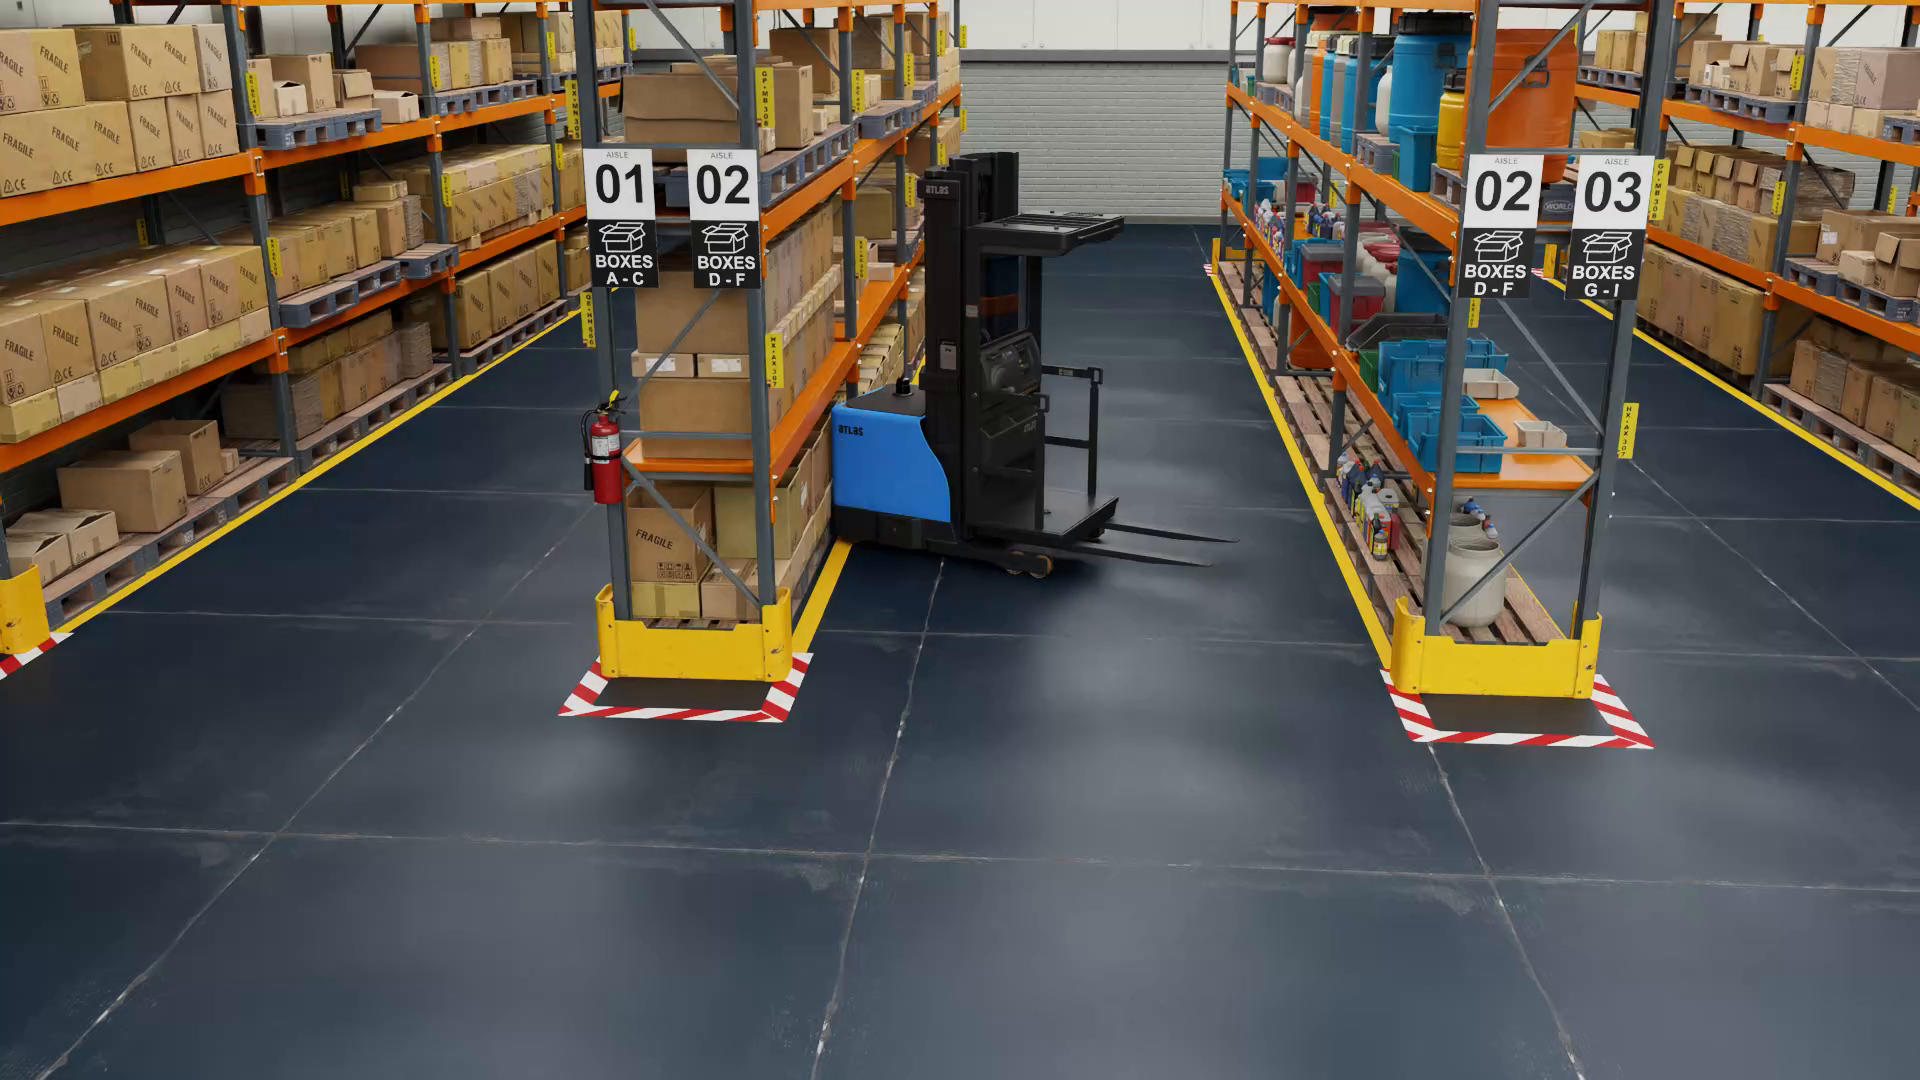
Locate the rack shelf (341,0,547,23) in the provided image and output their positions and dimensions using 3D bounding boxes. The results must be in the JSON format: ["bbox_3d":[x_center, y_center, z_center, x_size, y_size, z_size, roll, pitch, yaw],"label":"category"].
[{"bbox_3d":[-5.873,-6.157,19.060,1.077,0.370,4.000,1,18,4],"label":"rack shelf"}]

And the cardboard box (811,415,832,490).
[{"bbox_3d":[-1.257,-0.655,12.643,0.500,0.500,0.500,1,18,4],"label":"cardboard box"}]

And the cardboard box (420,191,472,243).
[{"bbox_3d":[-5.726,-3.561,18.302,0.500,0.500,0.500,2,18,6],"label":"cardboard box"}]

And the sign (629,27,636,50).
[{"bbox_3d":[-4.902,-7.494,24.864,0.100,0.325,0.005,1,18,4],"label":"sign"}]

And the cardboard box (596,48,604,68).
[{"bbox_3d":[-5.299,-6.746,23.283,0.500,0.250,0.500,1,18,2],"label":"cardboard box"}]

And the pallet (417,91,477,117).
[{"bbox_3d":[-6.023,-4.754,18.100,1.213,0.211,1.003,2,18,6],"label":"pallet"}]

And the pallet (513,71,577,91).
[{"bbox_3d":[-5.660,-6.097,22.037,1.003,0.211,1.213,1,18,4],"label":"pallet"}]

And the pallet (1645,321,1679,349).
[{"bbox_3d":[9.112,-2.561,20.401,1.003,0.211,1.213,1,18,4],"label":"pallet"}]

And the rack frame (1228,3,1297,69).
[{"bbox_3d":[4.439,-8.331,23.898,1.000,3.000,0.127,1,18,4],"label":"rack frame"}]

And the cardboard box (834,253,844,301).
[{"bbox_3d":[-1.253,-2.315,15.009,0.500,0.500,0.500,3,18,8],"label":"cardboard box"}]

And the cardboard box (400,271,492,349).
[{"bbox_3d":[-5.833,-2.621,18.881,0.750,0.750,0.750,1,18,3],"label":"cardboard box"}]

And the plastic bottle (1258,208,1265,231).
[{"bbox_3d":[3.677,-3.893,20.193,0.097,0.271,0.097,0,18,0],"label":"plastic bottle"}]

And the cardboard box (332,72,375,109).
[{"bbox_3d":[-6.202,-4.301,16.215,0.797,0.503,0.637,4,19,12],"label":"cardboard box"}]

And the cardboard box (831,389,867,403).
[{"bbox_3d":[-1.084,-1.148,14.449,0.500,0.311,0.500,1,18,4],"label":"cardboard box"}]

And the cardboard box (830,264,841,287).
[{"bbox_3d":[-1.168,-2.132,13.410,0.380,0.149,0.250,1,18,4],"label":"cardboard box"}]

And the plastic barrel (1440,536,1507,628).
[{"bbox_3d":[3.263,0.265,10.617,0.421,0.512,0.421,0,18,0],"label":"plastic barrel"}]

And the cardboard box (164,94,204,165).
[{"bbox_3d":[-6.142,-3.138,12.673,0.500,0.500,0.500,0,18,-1],"label":"cardboard box"}]

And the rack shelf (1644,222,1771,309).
[{"bbox_3d":[8.949,-3.165,18.919,1.077,0.370,4.000,1,18,4],"label":"rack shelf"}]

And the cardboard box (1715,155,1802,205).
[{"bbox_3d":[8.965,-4.047,18.685,0.797,0.503,0.637,2,18,6],"label":"cardboard box"}]

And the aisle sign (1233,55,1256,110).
[{"bbox_3d":[4.148,-6.745,24.515,0.394,0.787,0.004,1,18,4],"label":"aisle sign"}]

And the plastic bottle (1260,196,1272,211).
[{"bbox_3d":[3.801,-4.100,20.698,0.144,0.351,0.185,1,18,4],"label":"plastic bottle"}]

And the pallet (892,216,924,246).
[{"bbox_3d":[-0.940,-3.621,19.463,1.003,0.211,1.213,1,18,4],"label":"pallet"}]

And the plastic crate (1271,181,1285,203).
[{"bbox_3d":[4.445,-4.681,22.484,0.437,0.282,0.530,1,18,4],"label":"plastic crate"}]

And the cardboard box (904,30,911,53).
[{"bbox_3d":[-0.898,-5.915,20.345,0.600,0.600,0.600,0,18,-1],"label":"cardboard box"}]

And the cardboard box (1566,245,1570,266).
[{"bbox_3d":[9.413,-4.359,24.148,0.875,0.875,0.875,1,18,4],"label":"cardboard box"}]

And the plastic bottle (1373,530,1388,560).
[{"bbox_3d":[2.986,0.029,11.804,0.097,0.201,0.097,0,18,0],"label":"plastic bottle"}]

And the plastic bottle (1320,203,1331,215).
[{"bbox_3d":[4.399,-3.865,19.979,0.144,0.351,0.185,1,18,4],"label":"plastic bottle"}]

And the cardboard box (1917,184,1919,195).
[{"bbox_3d":[13.969,-5.015,23.815,0.380,0.149,0.250,1,18,3],"label":"cardboard box"}]

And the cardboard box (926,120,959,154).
[{"bbox_3d":[-0.295,-5.814,24.082,0.500,0.500,0.500,2,18,5],"label":"cardboard box"}]

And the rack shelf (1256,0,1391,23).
[{"bbox_3d":[4.009,-5.936,18.385,1.077,0.370,4.000,1,18,4],"label":"rack shelf"}]

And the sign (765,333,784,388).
[{"bbox_3d":[-1.095,-1.058,9.817,0.100,0.325,0.005,1,18,4],"label":"sign"}]

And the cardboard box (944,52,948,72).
[{"bbox_3d":[-0.424,-6.398,22.251,0.500,0.250,0.500,1,18,4],"label":"cardboard box"}]

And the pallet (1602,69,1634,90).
[{"bbox_3d":[9.251,-6.143,22.178,1.003,0.211,1.213,1,18,4],"label":"pallet"}]

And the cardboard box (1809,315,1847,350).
[{"bbox_3d":[8.787,-2.054,16.478,0.500,0.250,0.500,2,18,6],"label":"cardboard box"}]

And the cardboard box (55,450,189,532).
[{"bbox_3d":[-6.307,-0.370,12.544,0.700,0.500,0.500,0,18,0],"label":"cardboard box"}]

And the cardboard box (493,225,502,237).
[{"bbox_3d":[-5.662,-3.681,19.711,0.380,0.149,0.250,1,18,4],"label":"cardboard box"}]

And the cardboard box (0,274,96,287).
[{"bbox_3d":[-6.653,-1.651,12.150,0.500,0.500,0.500,2,18,5],"label":"cardboard box"}]

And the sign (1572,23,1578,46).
[{"bbox_3d":[8.826,-7.263,23.922,0.100,0.325,0.005,1,18,4],"label":"sign"}]

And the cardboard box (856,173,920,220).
[{"bbox_3d":[-0.853,-4.047,19.622,0.700,0.500,0.500,-3,18,-10],"label":"cardboard box"}]

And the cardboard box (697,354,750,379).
[{"bbox_3d":[-1.406,-1.096,10.248,0.380,0.149,0.250,1,18,4],"label":"cardboard box"}]

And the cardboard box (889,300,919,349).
[{"bbox_3d":[-0.725,-2.427,18.819,0.500,0.500,0.500,1,18,2],"label":"cardboard box"}]

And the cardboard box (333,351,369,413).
[{"bbox_3d":[-6.203,-1.544,16.126,0.700,0.500,0.500,1,18,5],"label":"cardboard box"}]

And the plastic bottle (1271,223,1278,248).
[{"bbox_3d":[3.551,-3.431,18.763,0.061,0.283,0.133,1,18,4],"label":"plastic bottle"}]

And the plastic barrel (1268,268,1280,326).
[{"bbox_3d":[4.045,-3.052,20.116,0.600,0.901,0.708,1,18,4],"label":"plastic barrel"}]

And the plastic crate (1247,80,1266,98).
[{"bbox_3d":[3.881,-5.701,21.028,0.450,0.188,0.662,1,18,4],"label":"plastic crate"}]

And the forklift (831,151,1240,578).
[{"bbox_3d":[0.557,-1.305,12.198,3.031,2.935,1.130,9,20,25],"label":"forklift"}]

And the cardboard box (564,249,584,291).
[{"bbox_3d":[-5.574,-3.701,22.741,0.700,0.500,0.500,2,18,5],"label":"cardboard box"}]

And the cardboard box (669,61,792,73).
[{"bbox_3d":[-1.606,-3.097,11.676,0.797,0.503,0.637,3,18,10],"label":"cardboard box"}]

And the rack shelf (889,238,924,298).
[{"bbox_3d":[-0.932,-3.387,19.598,1.077,0.370,4.000,1,18,4],"label":"rack shelf"}]

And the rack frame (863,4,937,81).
[{"bbox_3d":[-0.788,-7.201,20.447,1.000,3.000,0.127,1,18,4],"label":"rack frame"}]

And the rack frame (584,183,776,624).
[{"bbox_3d":[-1.648,-0.623,10.007,1.000,3.000,0.127,1,18,4],"label":"rack frame"}]

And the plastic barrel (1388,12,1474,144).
[{"bbox_3d":[3.400,-3.310,11.911,0.600,0.901,0.708,1,18,4],"label":"plastic barrel"}]

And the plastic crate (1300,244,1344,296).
[{"bbox_3d":[3.444,-2.531,15.728,0.402,0.464,0.583,1,18,4],"label":"plastic crate"}]

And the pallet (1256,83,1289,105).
[{"bbox_3d":[4.193,-5.328,19.853,1.213,0.211,1.003,1,18,4],"label":"pallet"}]

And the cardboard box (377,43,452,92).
[{"bbox_3d":[-6.053,-5.217,18.342,0.700,0.500,0.500,0,18,1],"label":"cardboard box"}]

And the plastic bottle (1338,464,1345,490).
[{"bbox_3d":[3.111,-0.512,13.456,0.097,0.201,0.097,0,18,0],"label":"plastic bottle"}]

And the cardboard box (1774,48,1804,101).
[{"bbox_3d":[8.777,-4.751,16.946,0.797,0.503,0.637,2,18,7],"label":"cardboard box"}]

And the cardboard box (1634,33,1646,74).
[{"bbox_3d":[9.131,-6.259,21.395,0.700,0.500,0.500,2,18,7],"label":"cardboard box"}]
